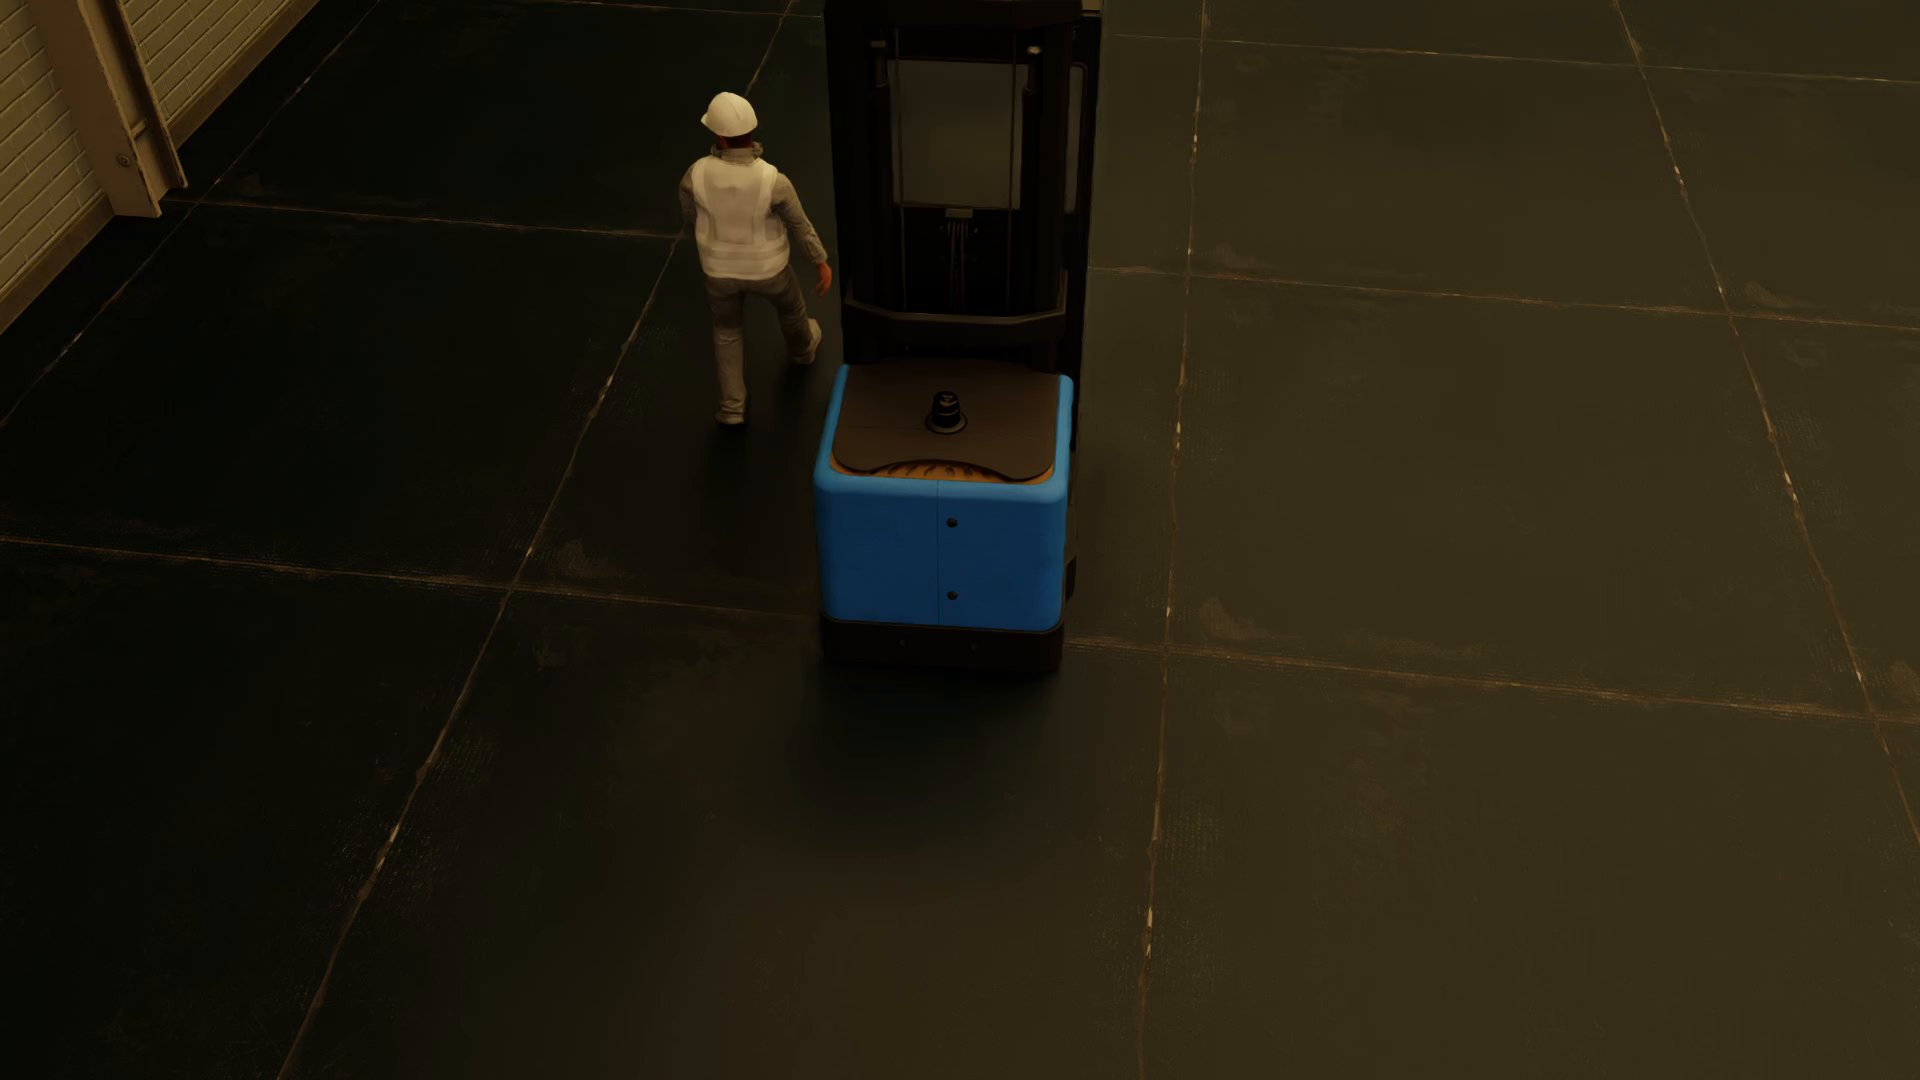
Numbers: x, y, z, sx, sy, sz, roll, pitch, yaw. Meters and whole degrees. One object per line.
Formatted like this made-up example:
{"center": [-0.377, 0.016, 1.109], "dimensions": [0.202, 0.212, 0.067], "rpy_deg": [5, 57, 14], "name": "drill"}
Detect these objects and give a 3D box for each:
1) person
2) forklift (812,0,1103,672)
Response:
{"center": [-0.984, -1.431, 8.247], "dimensions": [0.729, 1.782, 0.880], "rpy_deg": [2, 43, 3], "name": "person"}
{"center": [0.033, -1.500, 7.357], "dimensions": [1.130, 2.935, 3.031], "rpy_deg": [3, 43, 3], "name": "forklift"}
